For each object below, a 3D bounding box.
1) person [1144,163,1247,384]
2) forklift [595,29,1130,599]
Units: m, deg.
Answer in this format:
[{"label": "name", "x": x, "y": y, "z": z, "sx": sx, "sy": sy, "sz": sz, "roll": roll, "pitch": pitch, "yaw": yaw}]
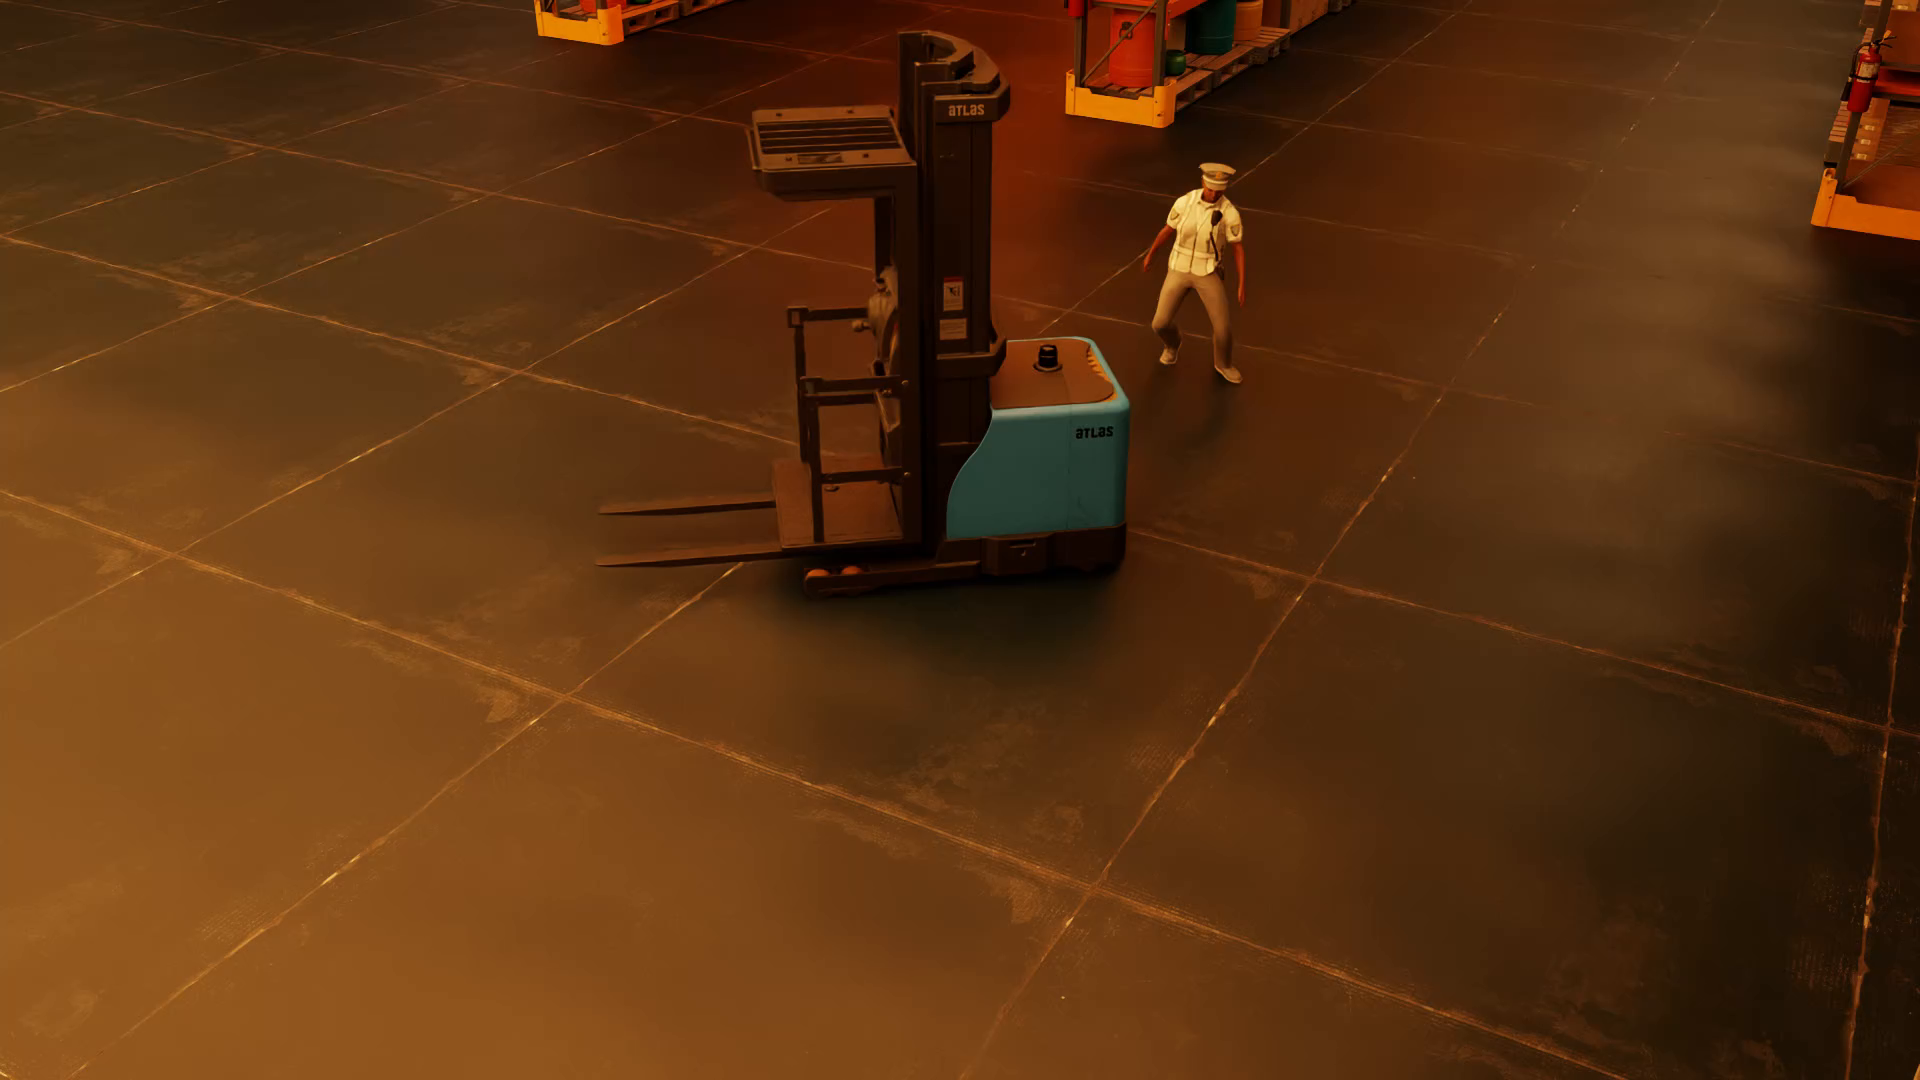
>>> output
[{"label": "person", "x": 1.667, "y": -1.906, "z": 11.740, "sx": 0.812, "sy": 1.583, "sz": 0.469, "roll": 14, "pitch": 33, "yaw": 22}, {"label": "forklift", "x": -0.603, "y": -1.220, "z": 9.184, "sx": 3.031, "sy": 2.935, "sz": 1.130, "roll": -5, "pitch": 30, "yaw": -8}]
